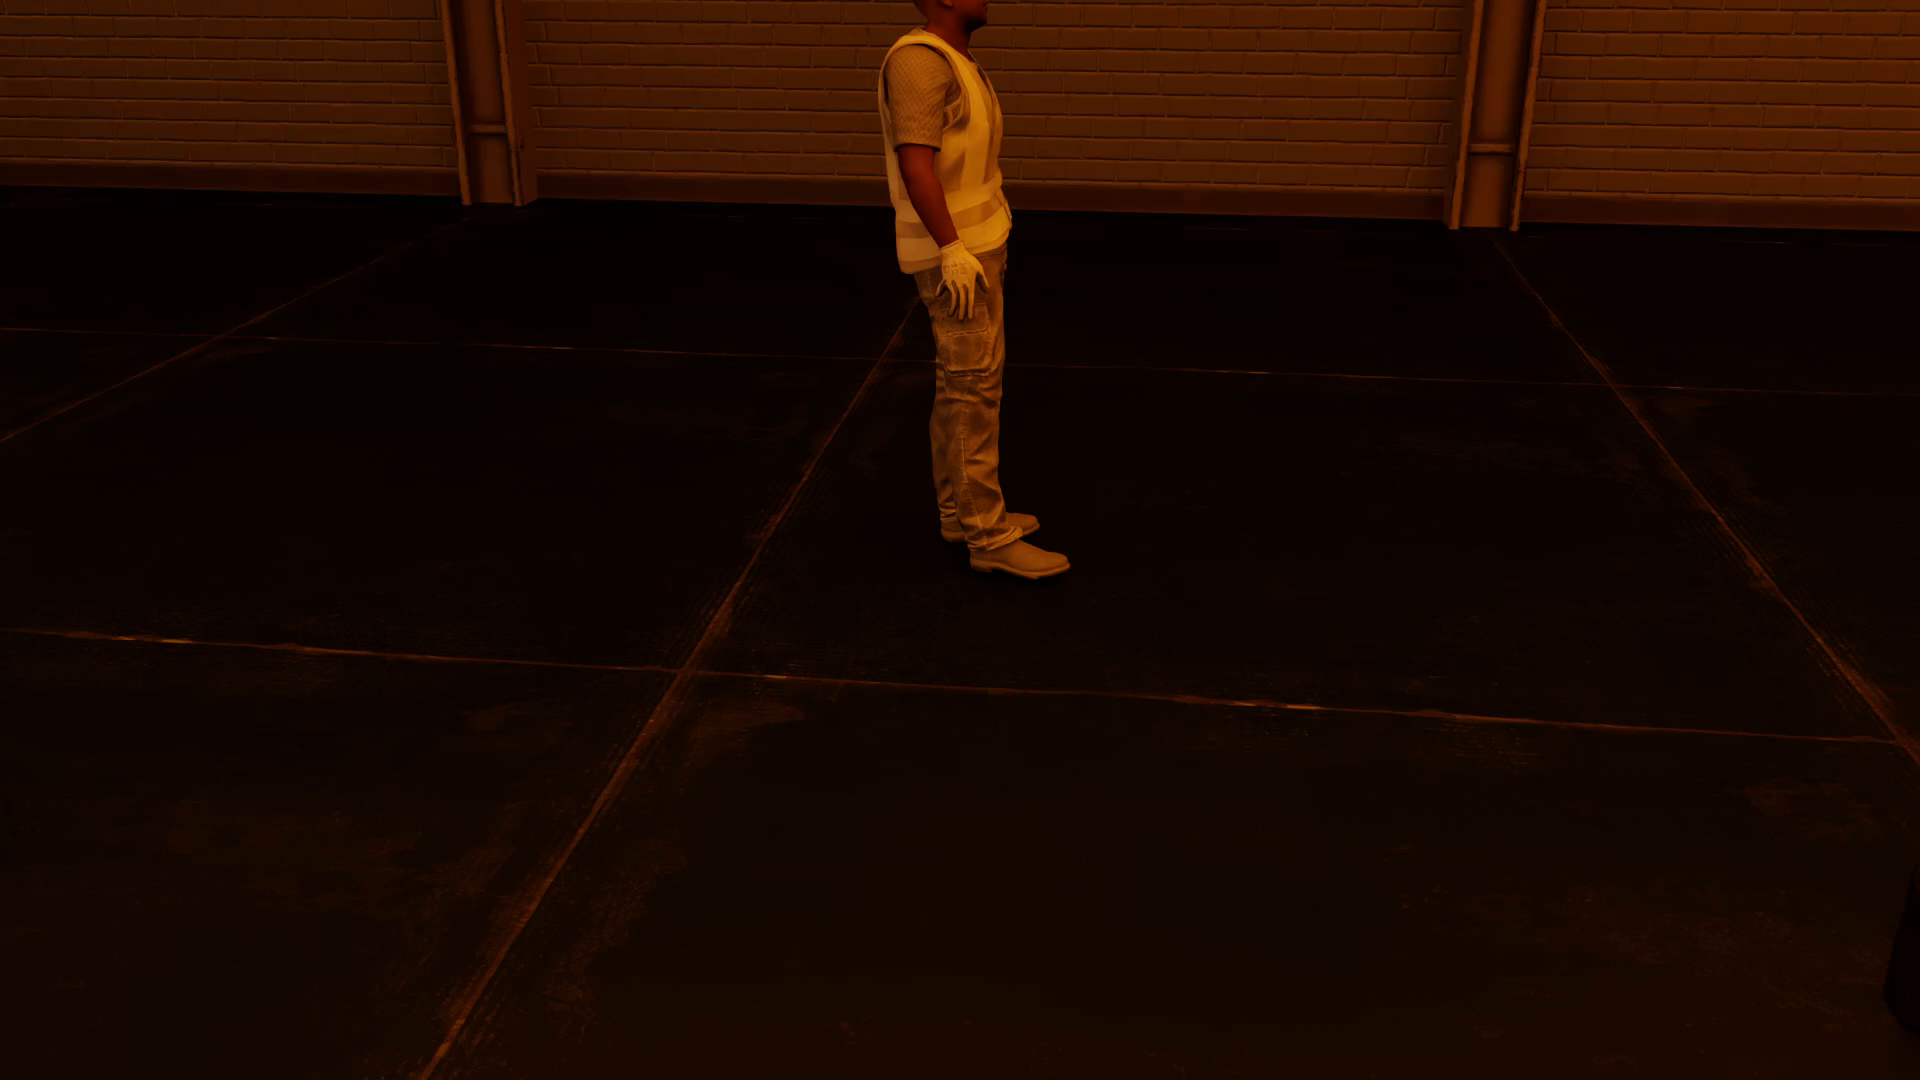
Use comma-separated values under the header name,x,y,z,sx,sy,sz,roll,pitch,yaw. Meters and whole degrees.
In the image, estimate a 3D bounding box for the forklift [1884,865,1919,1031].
name,x,y,z,sx,sy,sz,roll,pitch,yaw
forklift,3.059,-0.218,1.794,3.031,2.935,1.130,19,29,40

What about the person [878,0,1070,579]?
name,x,y,z,sx,sy,sz,roll,pitch,yaw
person,0.071,-0.827,4.826,0.575,1.784,0.656,3,22,7
